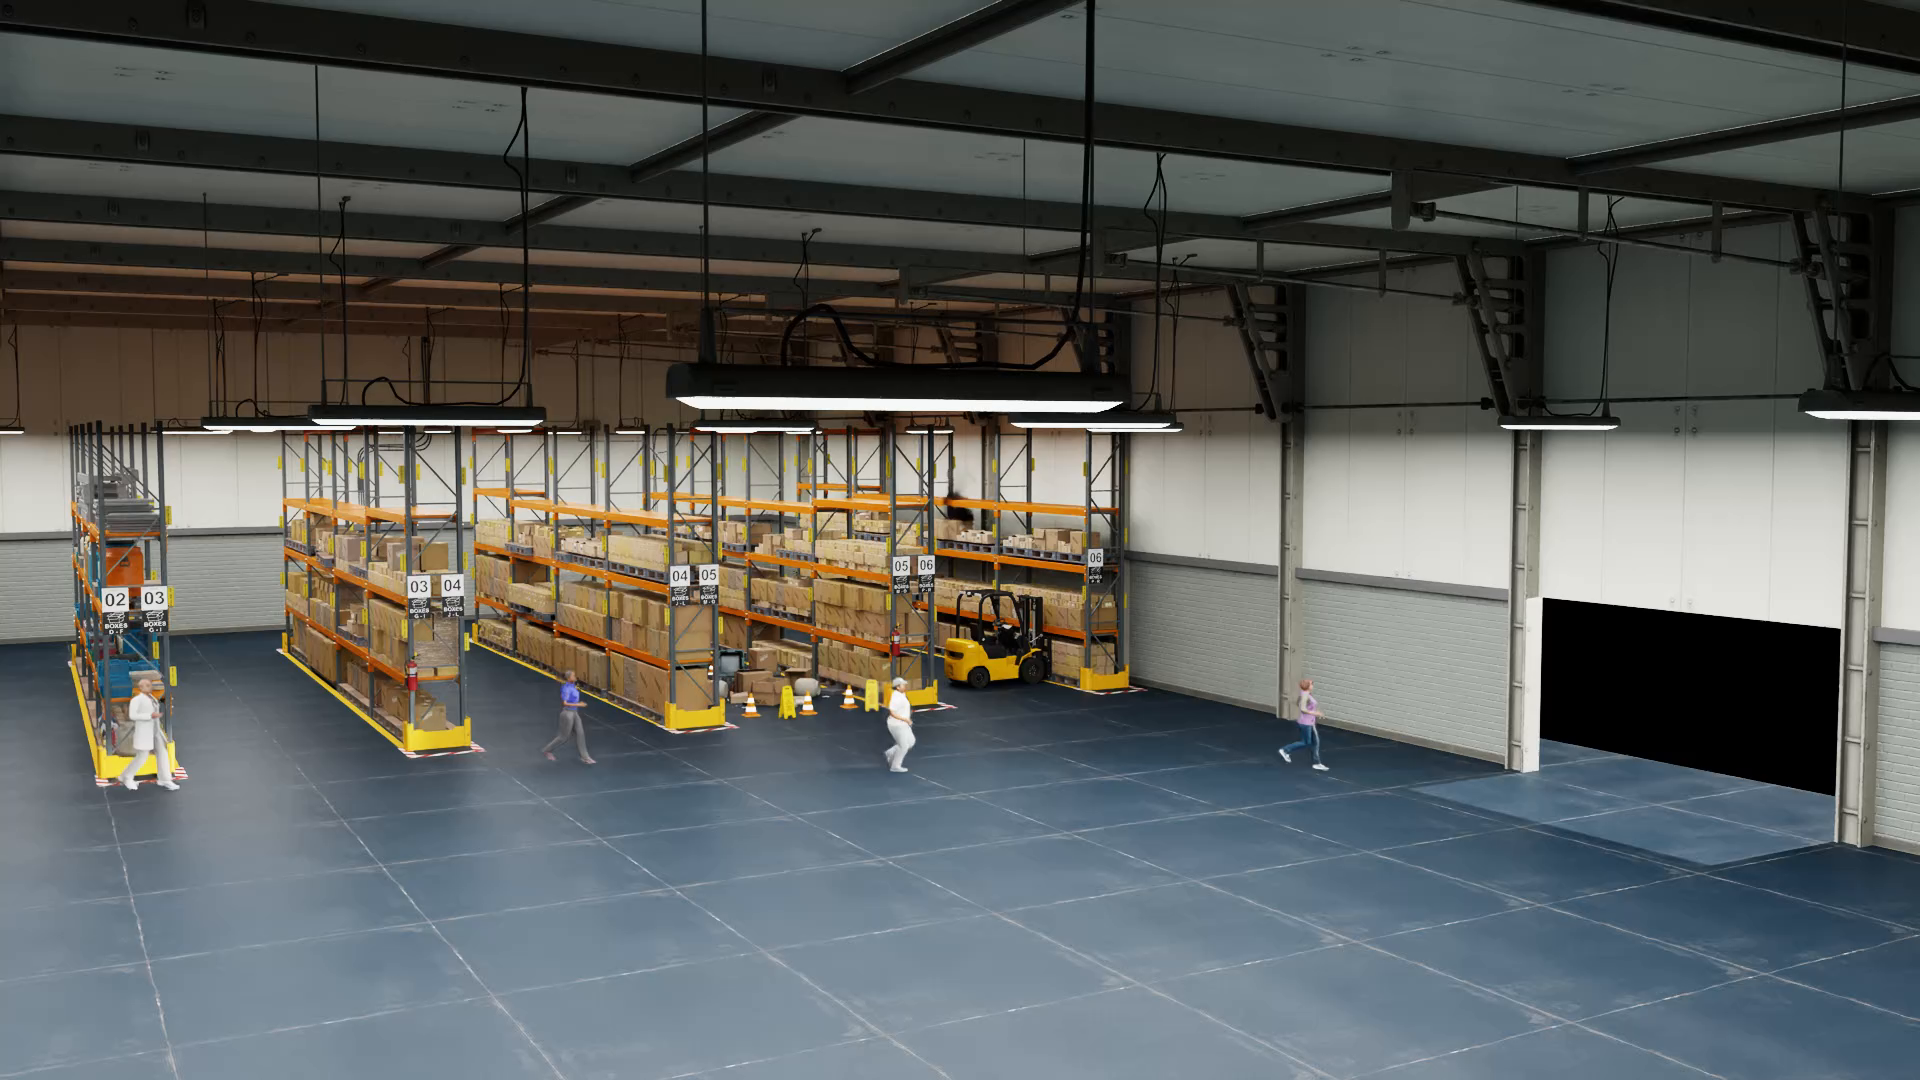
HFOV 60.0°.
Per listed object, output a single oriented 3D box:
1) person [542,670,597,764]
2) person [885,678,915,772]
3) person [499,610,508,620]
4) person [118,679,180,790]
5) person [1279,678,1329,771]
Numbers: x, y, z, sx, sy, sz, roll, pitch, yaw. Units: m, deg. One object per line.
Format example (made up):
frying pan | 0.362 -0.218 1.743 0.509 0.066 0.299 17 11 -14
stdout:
person | -6.819 3.091 28.963 0.936 1.666 0.584 0 4 5
person | -1.040 3.156 28.400 0.543 1.621 0.585 1 4 8
person | -13.087 1.870 48.131 0.891 1.811 0.690 -2 4 -29
person | -13.143 3.153 26.877 0.943 1.809 0.713 1 4 9
person | 5.923 3.161 28.574 0.839 1.591 0.538 1 4 17
